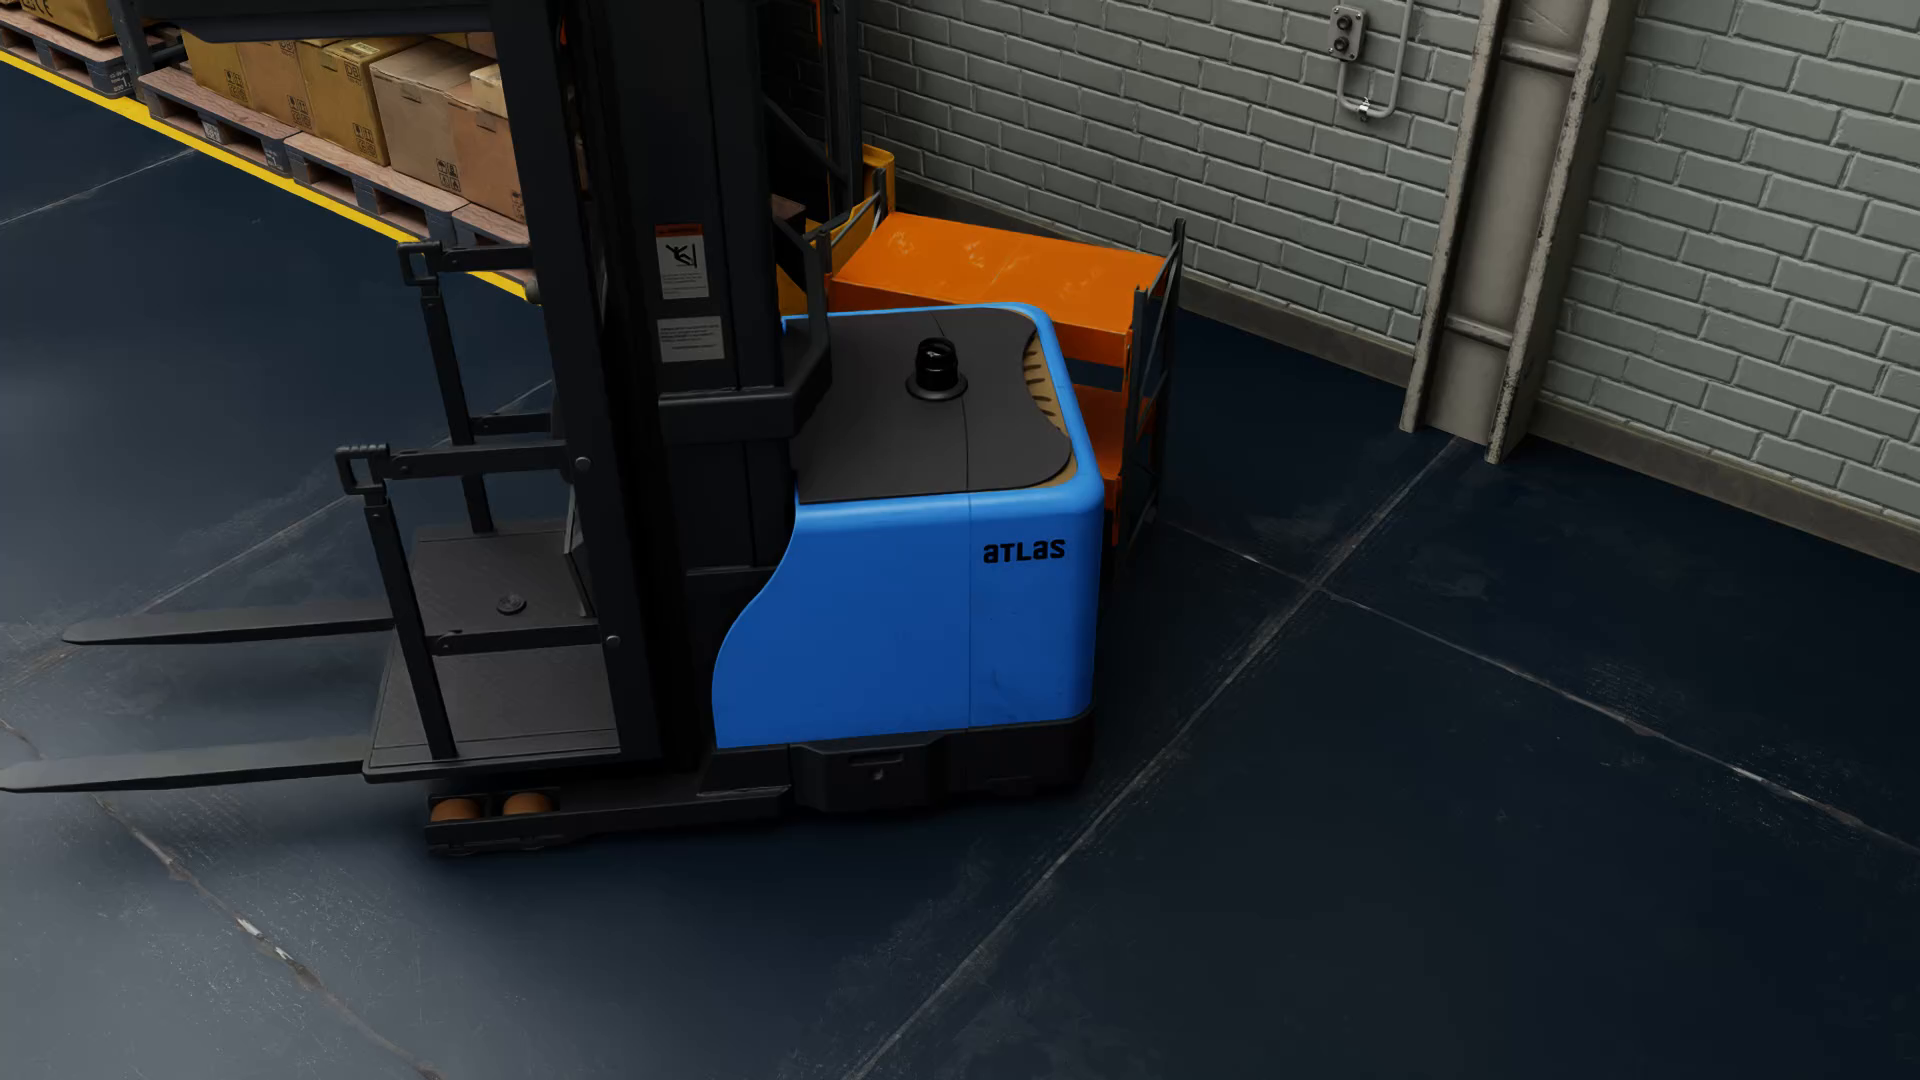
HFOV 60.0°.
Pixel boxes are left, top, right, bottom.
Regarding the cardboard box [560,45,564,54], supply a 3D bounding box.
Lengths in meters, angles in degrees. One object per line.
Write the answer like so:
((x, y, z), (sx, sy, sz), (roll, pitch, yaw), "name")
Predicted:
((-1.559, -2.082, 7.137), (0.250, 0.149, 0.380), (25, 45, 29), "cardboard box")

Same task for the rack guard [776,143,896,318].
((-0.741, -1.199, 6.876), (0.348, 0.500, 1.175), (25, 45, 29), "rack guard")

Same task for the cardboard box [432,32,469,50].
((-2.164, -2.367, 7.501), (0.250, 0.149, 0.380), (26, 45, 29), "cardboard box")

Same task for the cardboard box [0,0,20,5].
((-5.241, -3.521, 9.217), (0.750, 0.750, 0.750), (27, 45, 30), "cardboard box")

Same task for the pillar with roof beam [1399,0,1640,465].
((-0.706, -1.859, 0.825), (0.400, 9.000, 9.100), (25, 45, 29), "pillar with roof beam")

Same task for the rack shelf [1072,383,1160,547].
((0.132, -0.341, 5.670), (1.000, 0.278, 0.538), (13, 40, 16), "rack shelf")

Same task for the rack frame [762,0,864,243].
((-0.760, -2.192, 6.117), (0.127, 3.000, 1.000), (25, 45, 29), "rack frame")

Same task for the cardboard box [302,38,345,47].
((-2.830, -2.384, 7.522), (0.250, 0.149, 0.380), (24, 44, 27), "cardboard box")

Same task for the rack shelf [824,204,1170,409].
((0.132, -0.764, 5.339), (1.000, 0.278, 0.538), (13, 40, 16), "rack shelf")

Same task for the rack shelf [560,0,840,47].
((-2.349, -2.658, 7.295), (4.000, 0.370, 1.077), (25, 45, 29), "rack shelf")

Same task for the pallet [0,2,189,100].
((-4.596, -2.844, 9.212), (1.213, 0.211, 1.003), (25, 45, 29), "pallet")

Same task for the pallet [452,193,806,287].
((-1.443, -1.355, 7.310), (1.213, 0.211, 1.003), (25, 45, 29), "pallet")

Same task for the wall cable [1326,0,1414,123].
((0.831, -2.576, 5.783), (1.851, 1.984, 0.084), (25, 45, 29), "wall cable")

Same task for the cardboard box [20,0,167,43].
((-4.533, -3.189, 8.793), (0.750, 0.750, 0.750), (26, 45, 29), "cardboard box")

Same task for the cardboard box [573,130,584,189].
((-1.377, -1.587, 7.030), (0.500, 0.500, 0.700), (25, 45, 29), "cardboard box")

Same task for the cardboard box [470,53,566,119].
((-1.793, -1.896, 6.900), (0.250, 0.149, 0.380), (26, 45, 30), "cardboard box")

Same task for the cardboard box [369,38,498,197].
((-2.175, -1.962, 7.510), (0.500, 0.500, 0.700), (24, 44, 27), "cardboard box")

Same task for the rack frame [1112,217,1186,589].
((0.609, -0.426, 5.381), (0.032, 1.125, 0.500), (13, 40, 16), "rack frame")

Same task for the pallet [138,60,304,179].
((-3.381, -2.269, 8.477), (1.213, 0.211, 1.003), (25, 45, 29), "pallet")

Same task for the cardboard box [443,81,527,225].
((-1.775, -1.774, 7.270), (0.500, 0.500, 0.700), (25, 45, 28), "cardboard box")

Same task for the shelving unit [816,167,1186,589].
((0.132, -0.534, 5.519), (1.048, 1.125, 0.538), (13, 40, 16), "shelving unit")

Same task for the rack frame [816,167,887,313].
((-0.345, -0.642, 5.657), (0.032, 1.125, 0.500), (13, 40, 16), "rack frame")

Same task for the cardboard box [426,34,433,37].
((-2.365, -2.462, 7.622), (0.250, 0.149, 0.380), (24, 44, 28), "cardboard box")

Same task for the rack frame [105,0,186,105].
((-3.938, -3.690, 8.030), (0.127, 3.000, 1.000), (25, 45, 29), "rack frame")

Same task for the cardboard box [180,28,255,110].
((-3.406, -2.541, 8.250), (0.500, 0.500, 0.700), (26, 45, 29), "cardboard box")

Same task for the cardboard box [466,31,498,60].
((-1.960, -2.271, 7.379), (0.250, 0.149, 0.380), (26, 45, 29), "cardboard box")

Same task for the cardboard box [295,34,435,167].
((-2.602, -2.158, 7.760), (0.500, 0.500, 0.700), (26, 45, 30), "cardboard box")

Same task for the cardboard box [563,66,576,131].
((-1.590, -1.801, 6.778), (0.250, 0.149, 0.380), (25, 44, 28), "cardboard box")

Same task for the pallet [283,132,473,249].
((-2.408, -1.813, 7.894), (1.213, 0.211, 1.003), (25, 45, 29), "pallet")

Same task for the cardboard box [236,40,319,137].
((-3.009, -2.351, 8.007), (0.500, 0.500, 0.700), (25, 44, 28), "cardboard box")

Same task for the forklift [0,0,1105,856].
((-1.171, -0.620, 4.165), (3.031, 2.935, 1.130), (-4, 38, -5), "forklift")
